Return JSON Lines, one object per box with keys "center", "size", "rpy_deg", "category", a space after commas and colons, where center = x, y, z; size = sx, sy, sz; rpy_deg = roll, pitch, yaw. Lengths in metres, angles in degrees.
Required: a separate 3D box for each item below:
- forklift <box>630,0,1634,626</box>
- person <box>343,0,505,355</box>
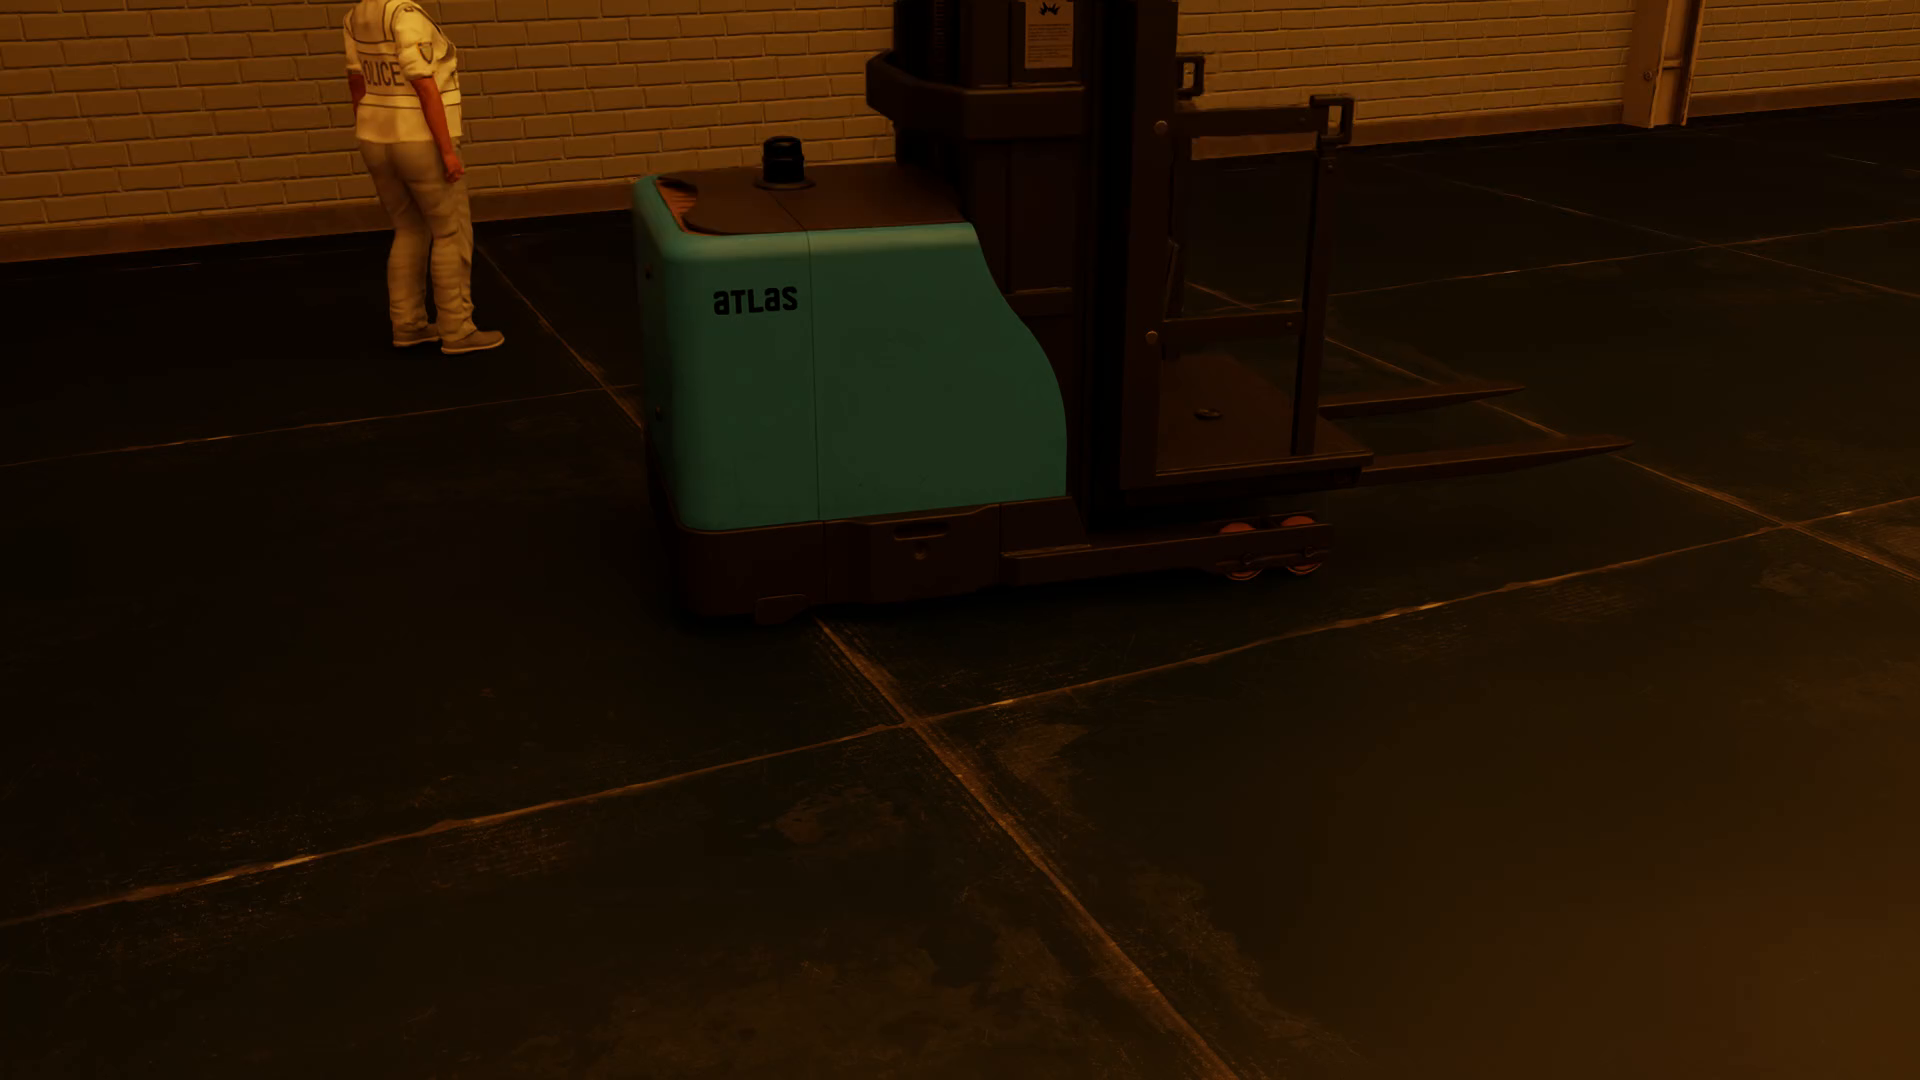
{"center": [0.591, -1.423, 4.712], "size": [3.031, 2.935, 1.130], "rpy_deg": [-6, 23, -14], "category": "forklift"}
{"center": [-2.218, -1.596, 6.787], "size": [0.536, 1.667, 0.396], "rpy_deg": [15, 27, 32], "category": "person"}
